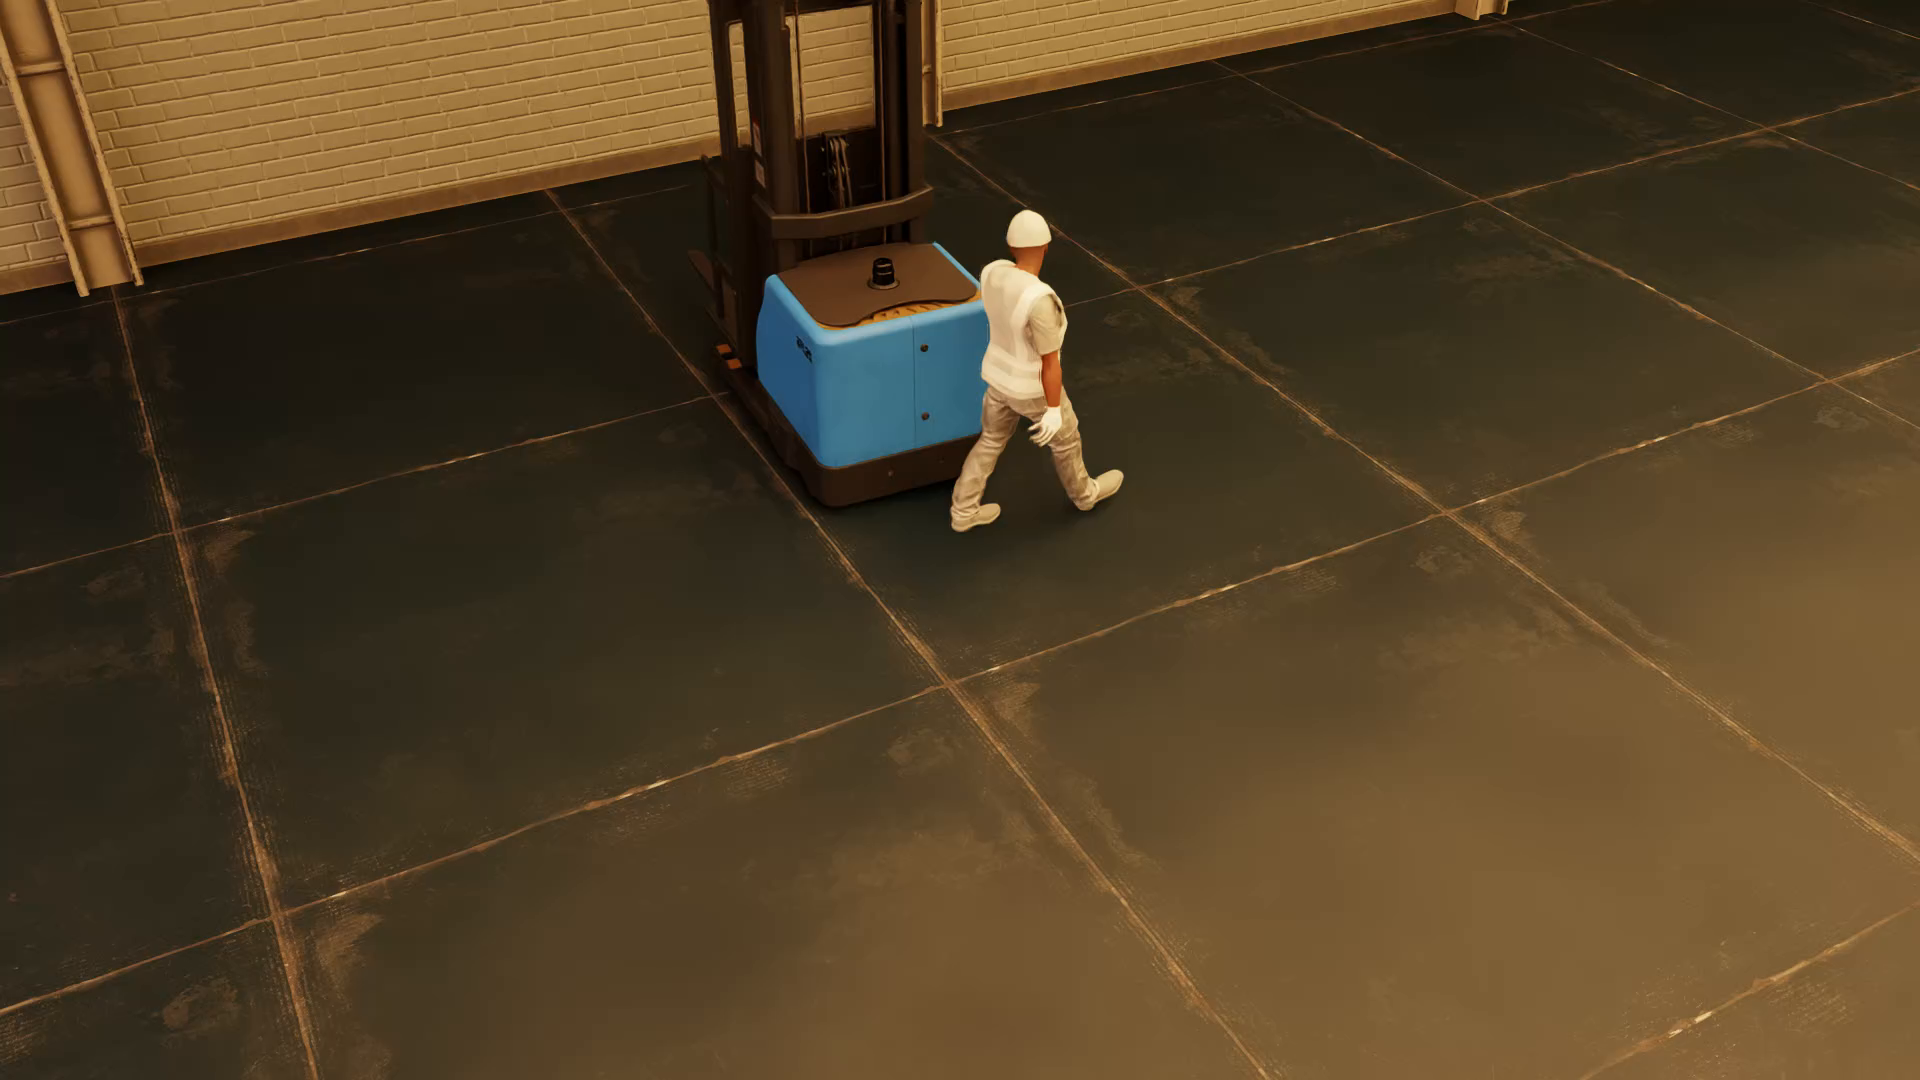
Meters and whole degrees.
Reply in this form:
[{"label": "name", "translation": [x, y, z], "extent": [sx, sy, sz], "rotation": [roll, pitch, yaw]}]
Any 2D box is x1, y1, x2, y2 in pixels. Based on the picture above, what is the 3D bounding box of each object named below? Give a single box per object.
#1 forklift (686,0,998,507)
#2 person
[{"label": "forklift", "translation": [-0.865, -2.213, 9.253], "extent": [1.130, 2.935, 3.031], "rotation": [-15, 38, -20]}, {"label": "person", "translation": [0.422, -0.828, 8.349], "extent": [0.912, 1.733, 0.723], "rotation": [-23, 41, -29]}]
